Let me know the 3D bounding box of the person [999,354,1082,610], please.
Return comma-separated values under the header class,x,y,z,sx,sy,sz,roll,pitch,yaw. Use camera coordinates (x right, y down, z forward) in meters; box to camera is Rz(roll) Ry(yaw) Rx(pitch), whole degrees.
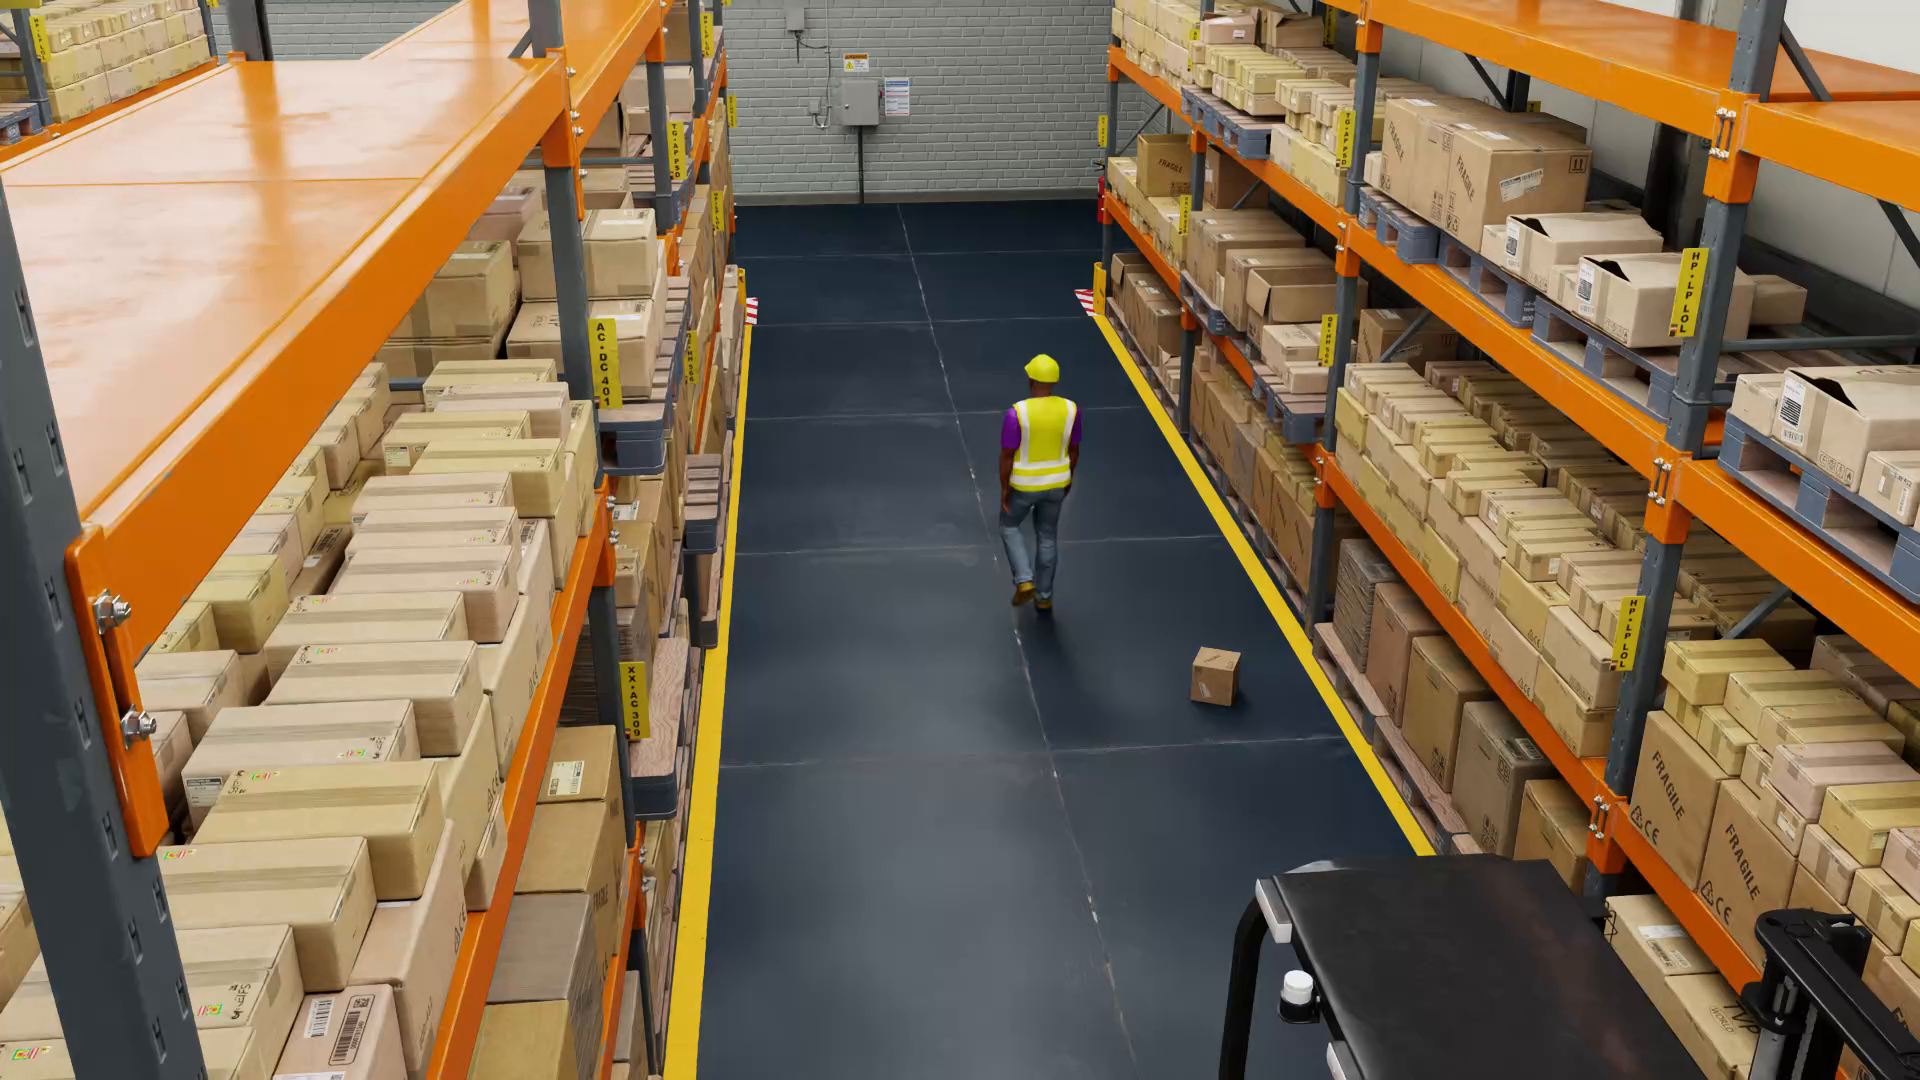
class,x,y,z,sx,sy,sz,roll,pitch,yaw
person,0.516,-0.380,11.114,0.580,1.775,0.449,-6,24,-13
